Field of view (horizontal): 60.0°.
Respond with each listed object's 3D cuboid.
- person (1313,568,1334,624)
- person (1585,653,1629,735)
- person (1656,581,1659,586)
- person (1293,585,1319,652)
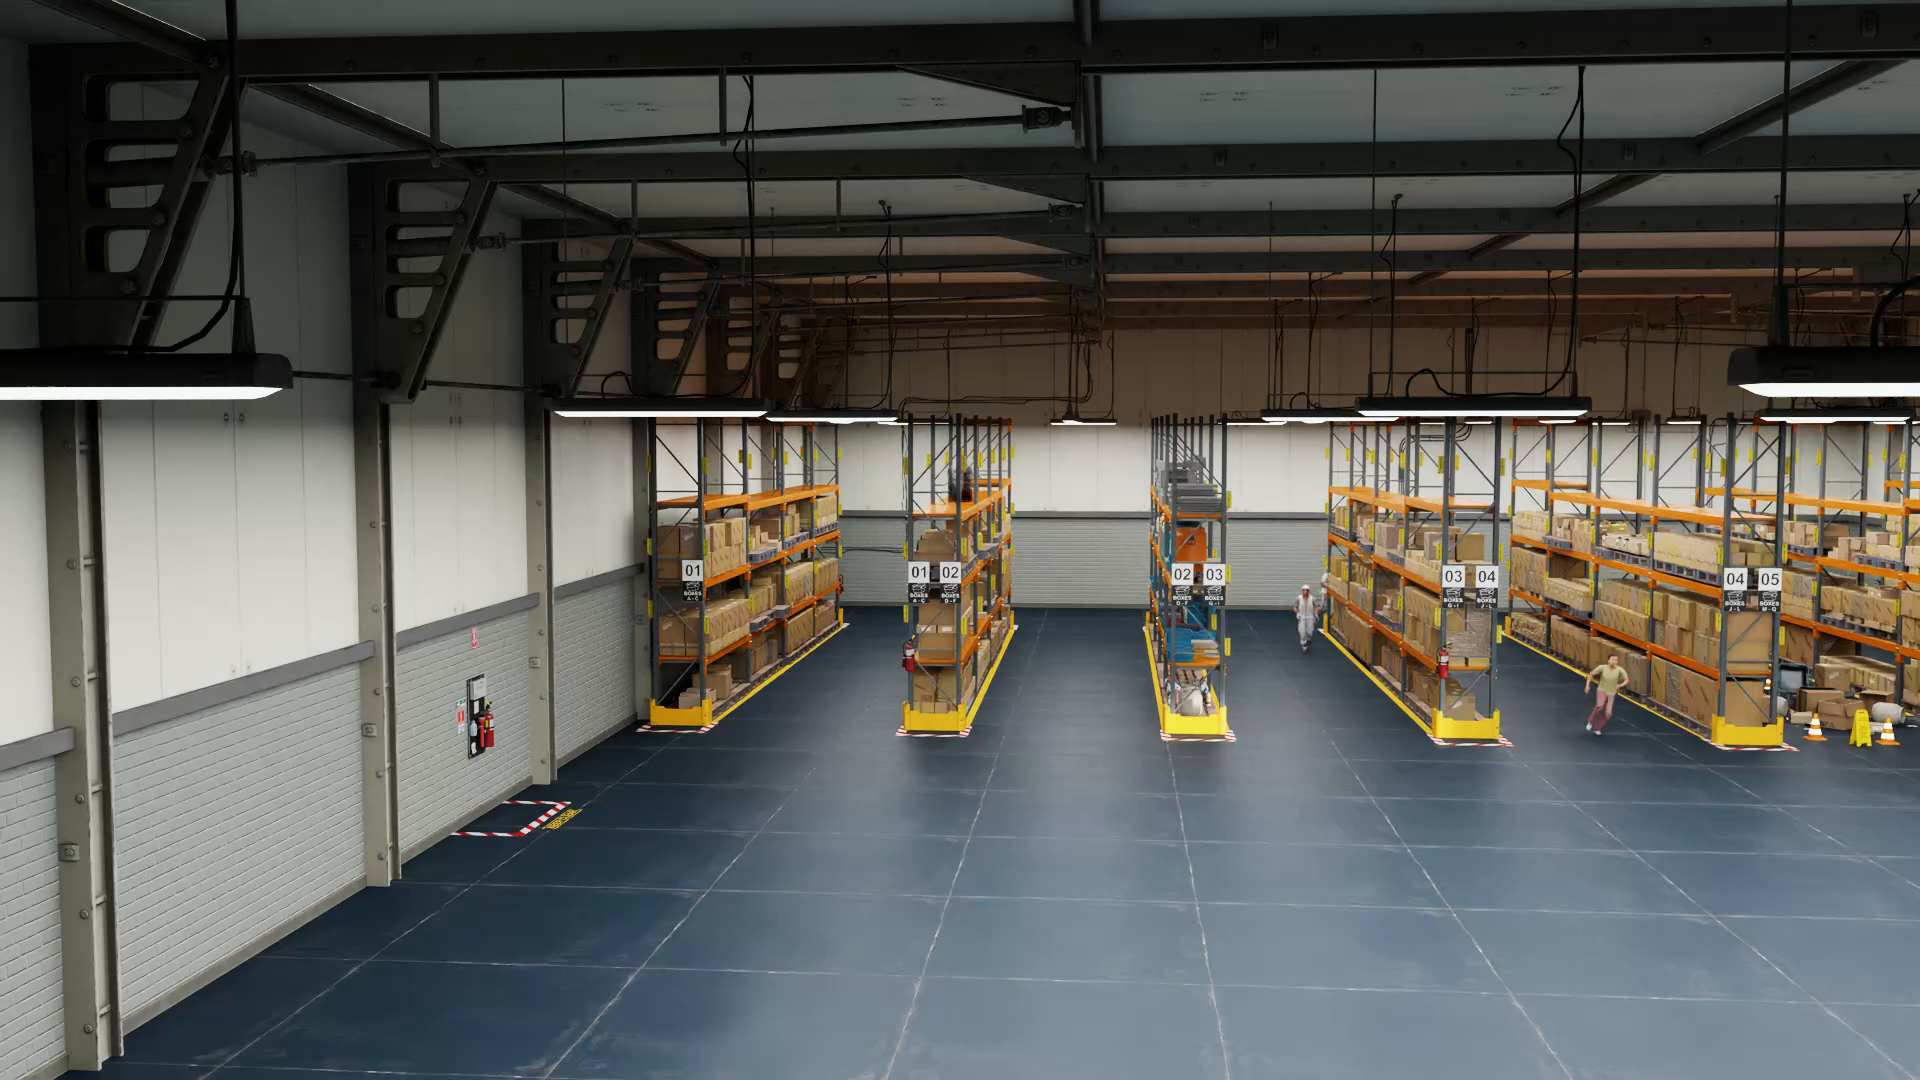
[{"bbox_3d":[10.640,1.576,48.045,0.676,1.758,1.000,-4,5,-44],"label":"person"},{"bbox_3d":[12.073,2.887,31.052,0.771,1.587,0.547,0,4,3],"label":"person"},{"bbox_3d":[18.258,1.946,43.350,0.706,1.733,0.869,-2,4,-25],"label":"person"},{"bbox_3d":[8.834,2.005,42.466,0.650,1.728,0.629,1,4,7],"label":"person"}]
